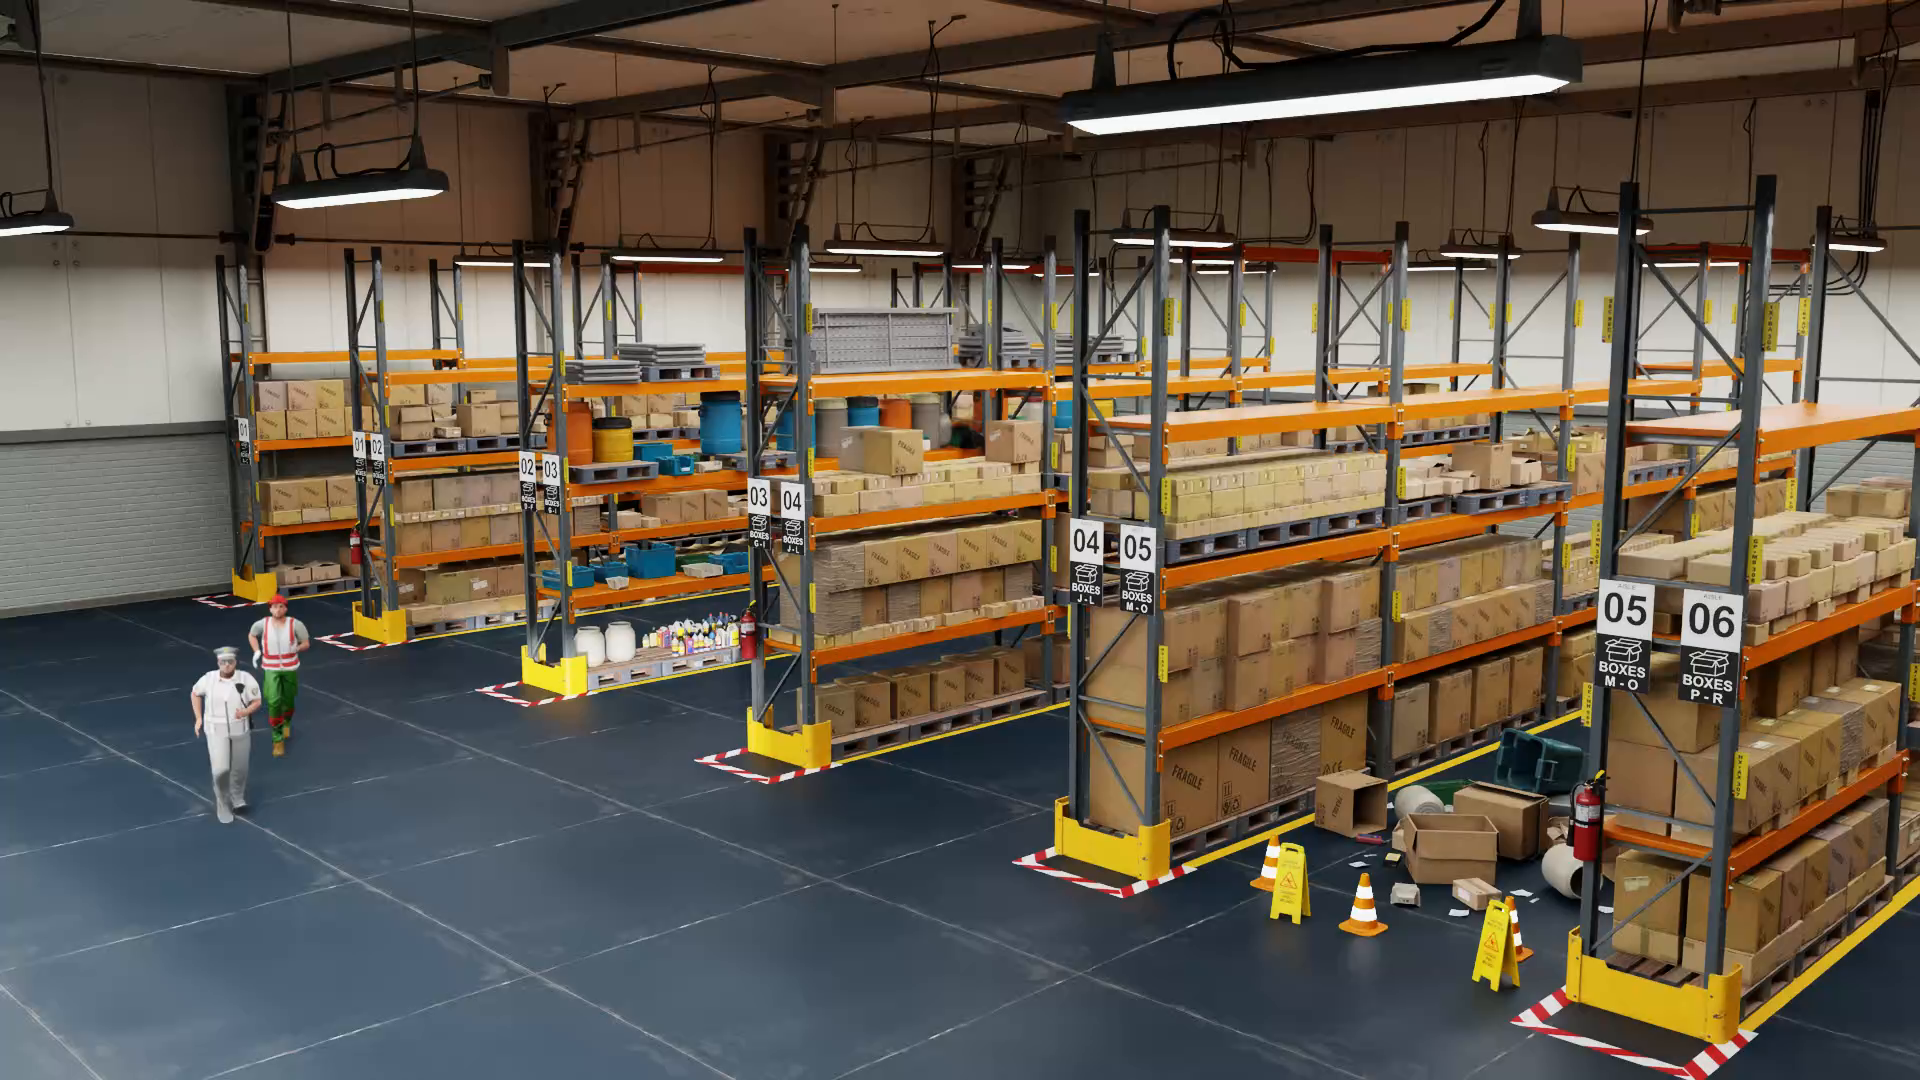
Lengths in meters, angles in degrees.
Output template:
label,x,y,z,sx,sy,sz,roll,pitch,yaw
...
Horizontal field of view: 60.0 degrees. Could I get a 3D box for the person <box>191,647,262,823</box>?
label,x,y,z,sx,sy,sz,roll,pitch,yaw
person,-7.336,1.949,16.701,0.627,1.815,0.814,-4,9,-28

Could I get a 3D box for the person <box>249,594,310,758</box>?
label,x,y,z,sx,sy,sz,roll,pitch,yaw
person,-7.912,1.537,19.391,0.640,1.839,0.866,-4,9,-26

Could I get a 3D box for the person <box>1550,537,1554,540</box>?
label,x,y,z,sx,sy,sz,roll,pitch,yaw
person,9.131,0.779,25.555,0.596,1.608,0.603,-6,10,-37
